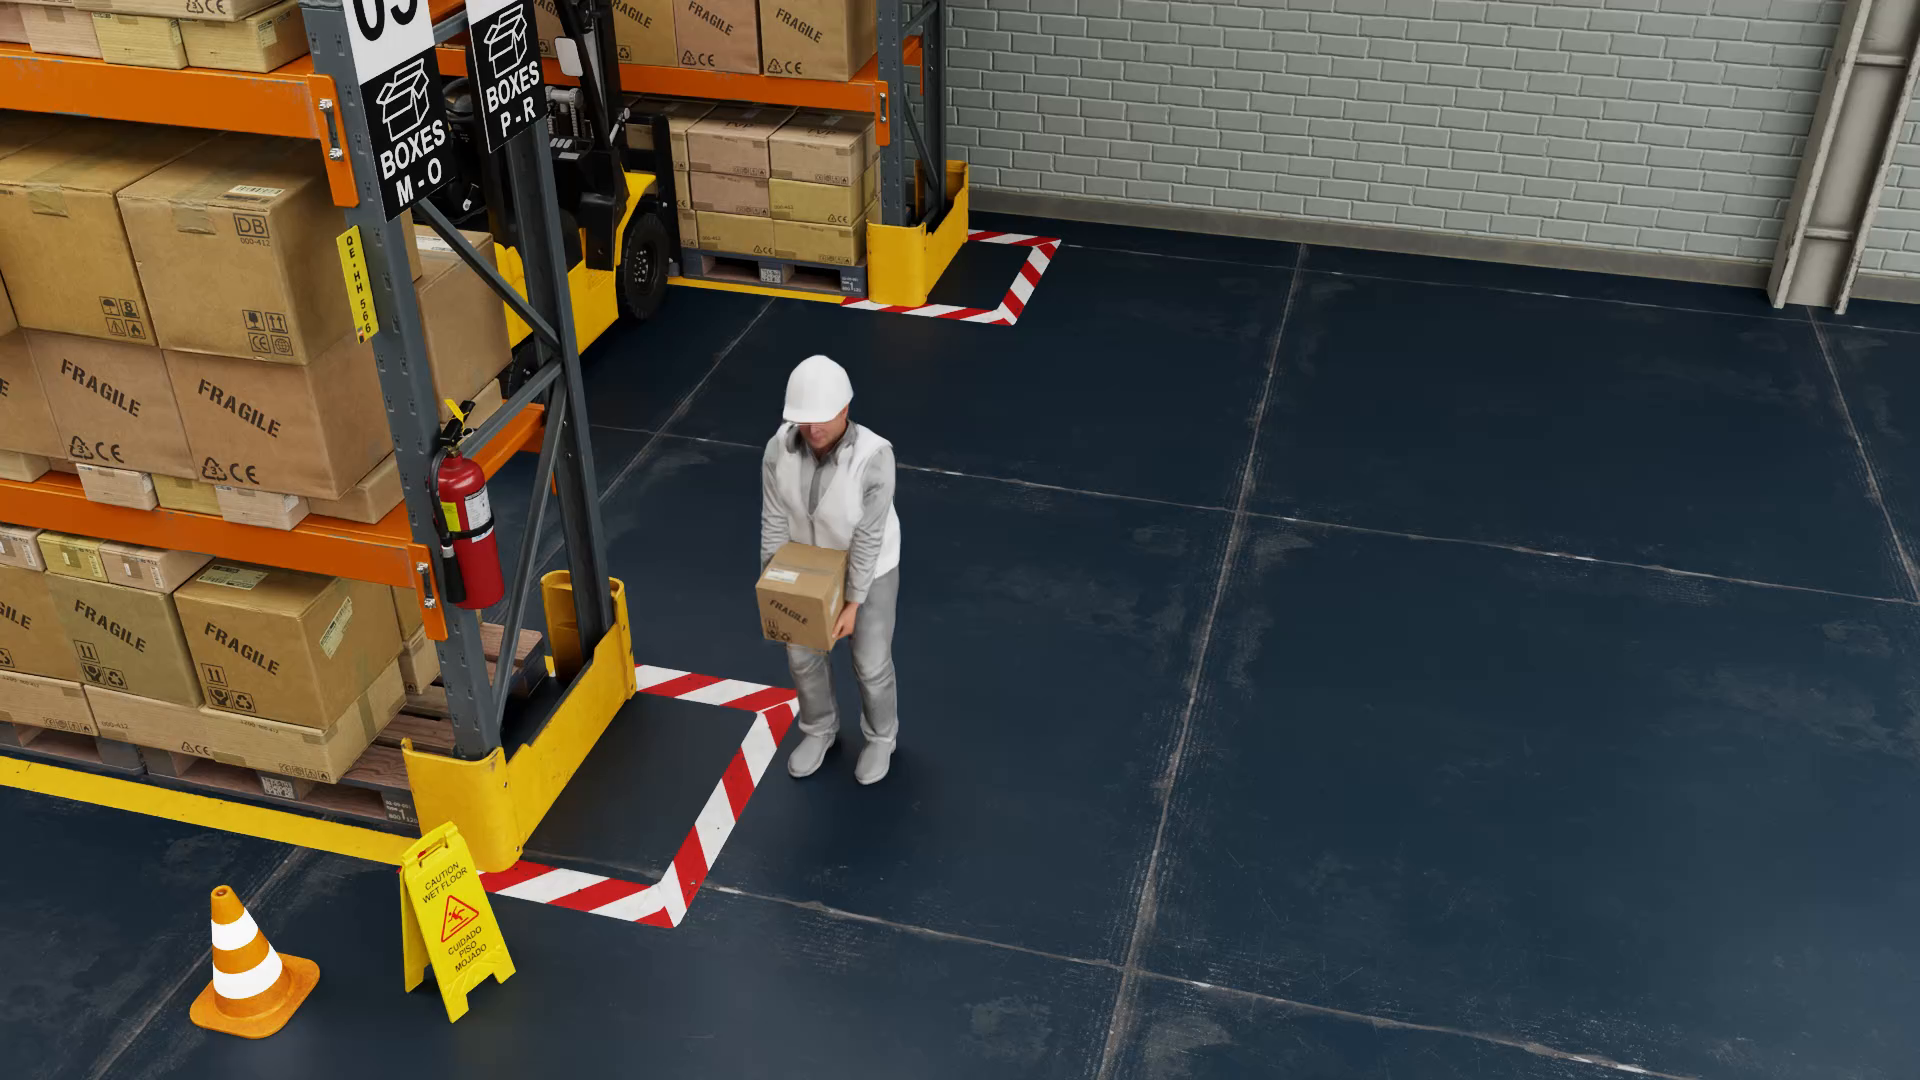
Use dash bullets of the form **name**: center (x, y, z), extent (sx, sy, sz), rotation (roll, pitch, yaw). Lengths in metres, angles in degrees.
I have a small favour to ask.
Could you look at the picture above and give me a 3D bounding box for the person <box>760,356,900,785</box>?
- **person**: center (-0.452, 0.130, 5.933), extent (0.484, 1.756, 0.584), rotation (10, 34, 16)
